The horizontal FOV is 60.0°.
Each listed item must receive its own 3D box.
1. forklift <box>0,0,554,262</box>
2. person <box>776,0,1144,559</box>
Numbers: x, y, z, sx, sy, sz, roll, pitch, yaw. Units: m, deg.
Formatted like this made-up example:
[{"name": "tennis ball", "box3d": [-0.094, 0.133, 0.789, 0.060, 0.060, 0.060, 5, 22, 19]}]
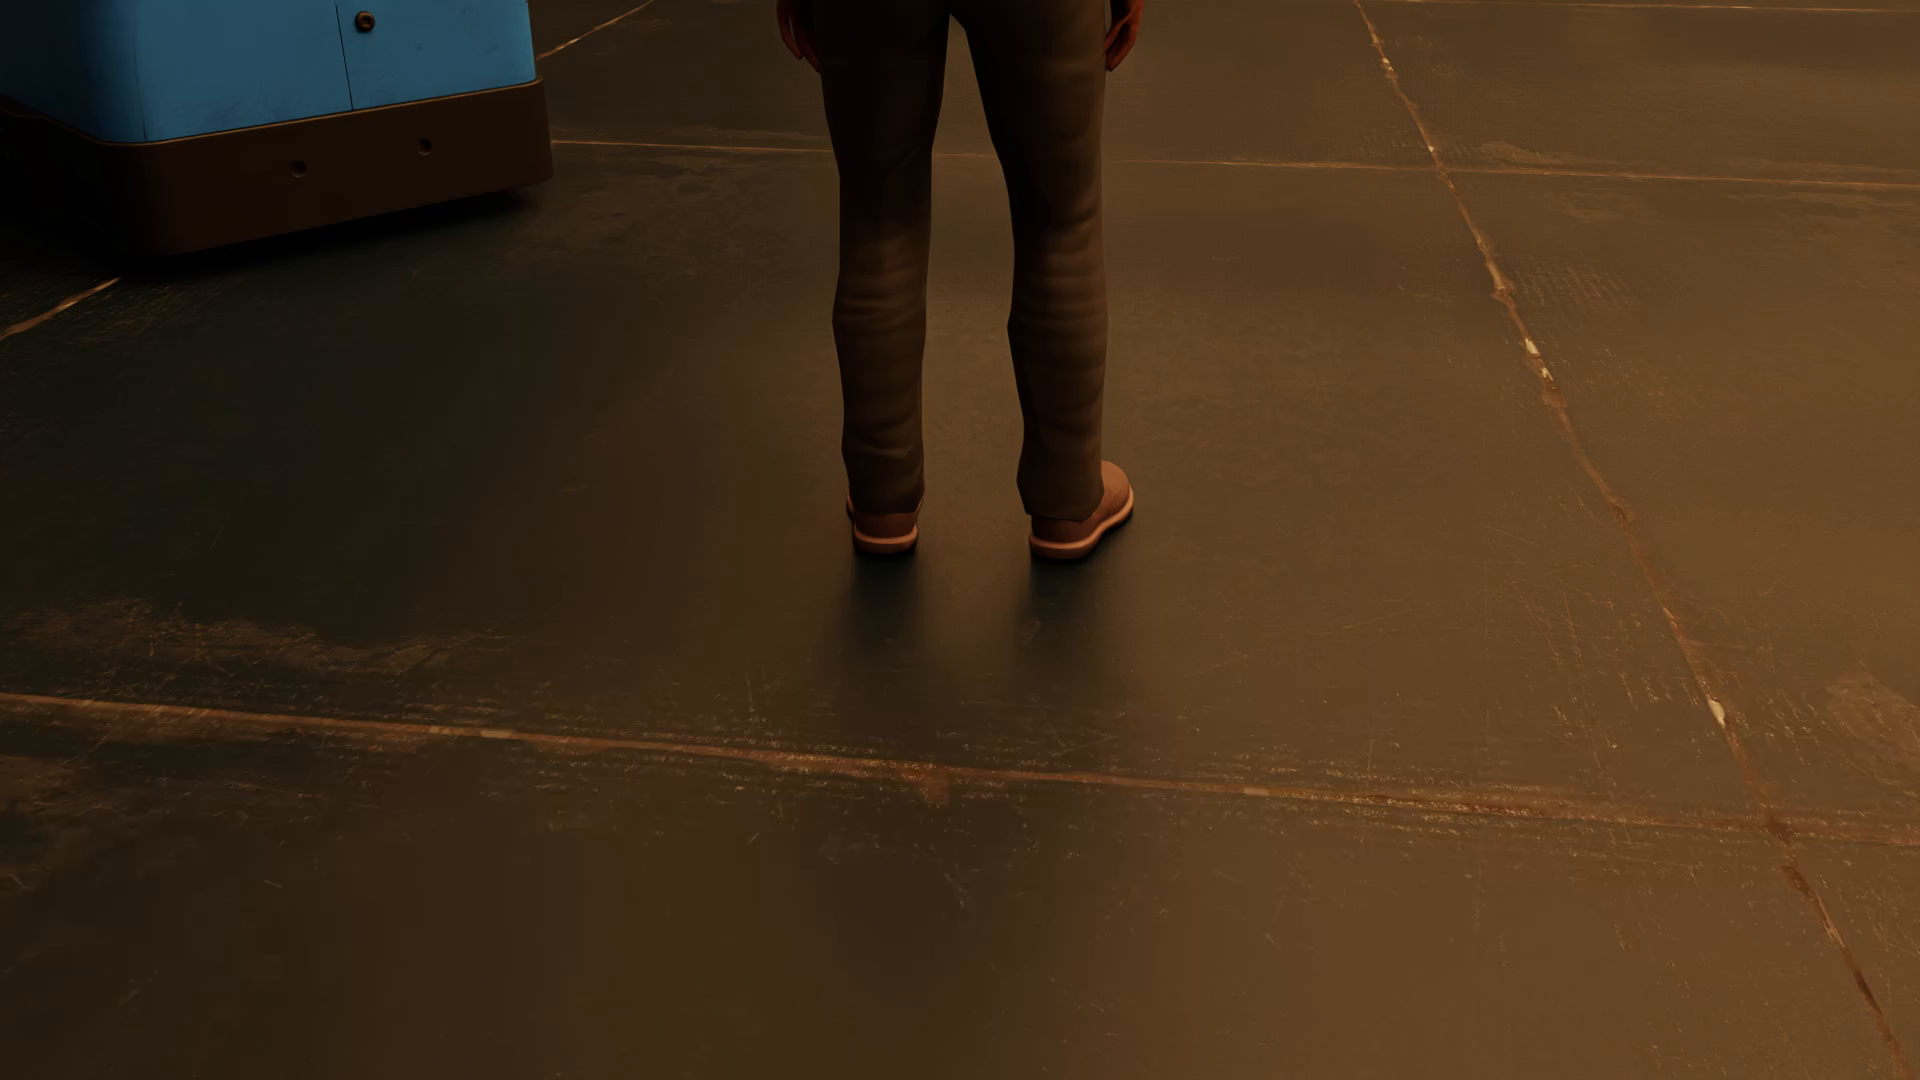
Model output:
[{"name": "forklift", "box3d": [-2.400, -2.481, 4.189, 1.130, 2.935, 3.031, -23, 35, -38]}, {"name": "person", "box3d": [0.006, -0.756, 2.166, 0.513, 1.654, 0.349, 3, 27, 5]}]
